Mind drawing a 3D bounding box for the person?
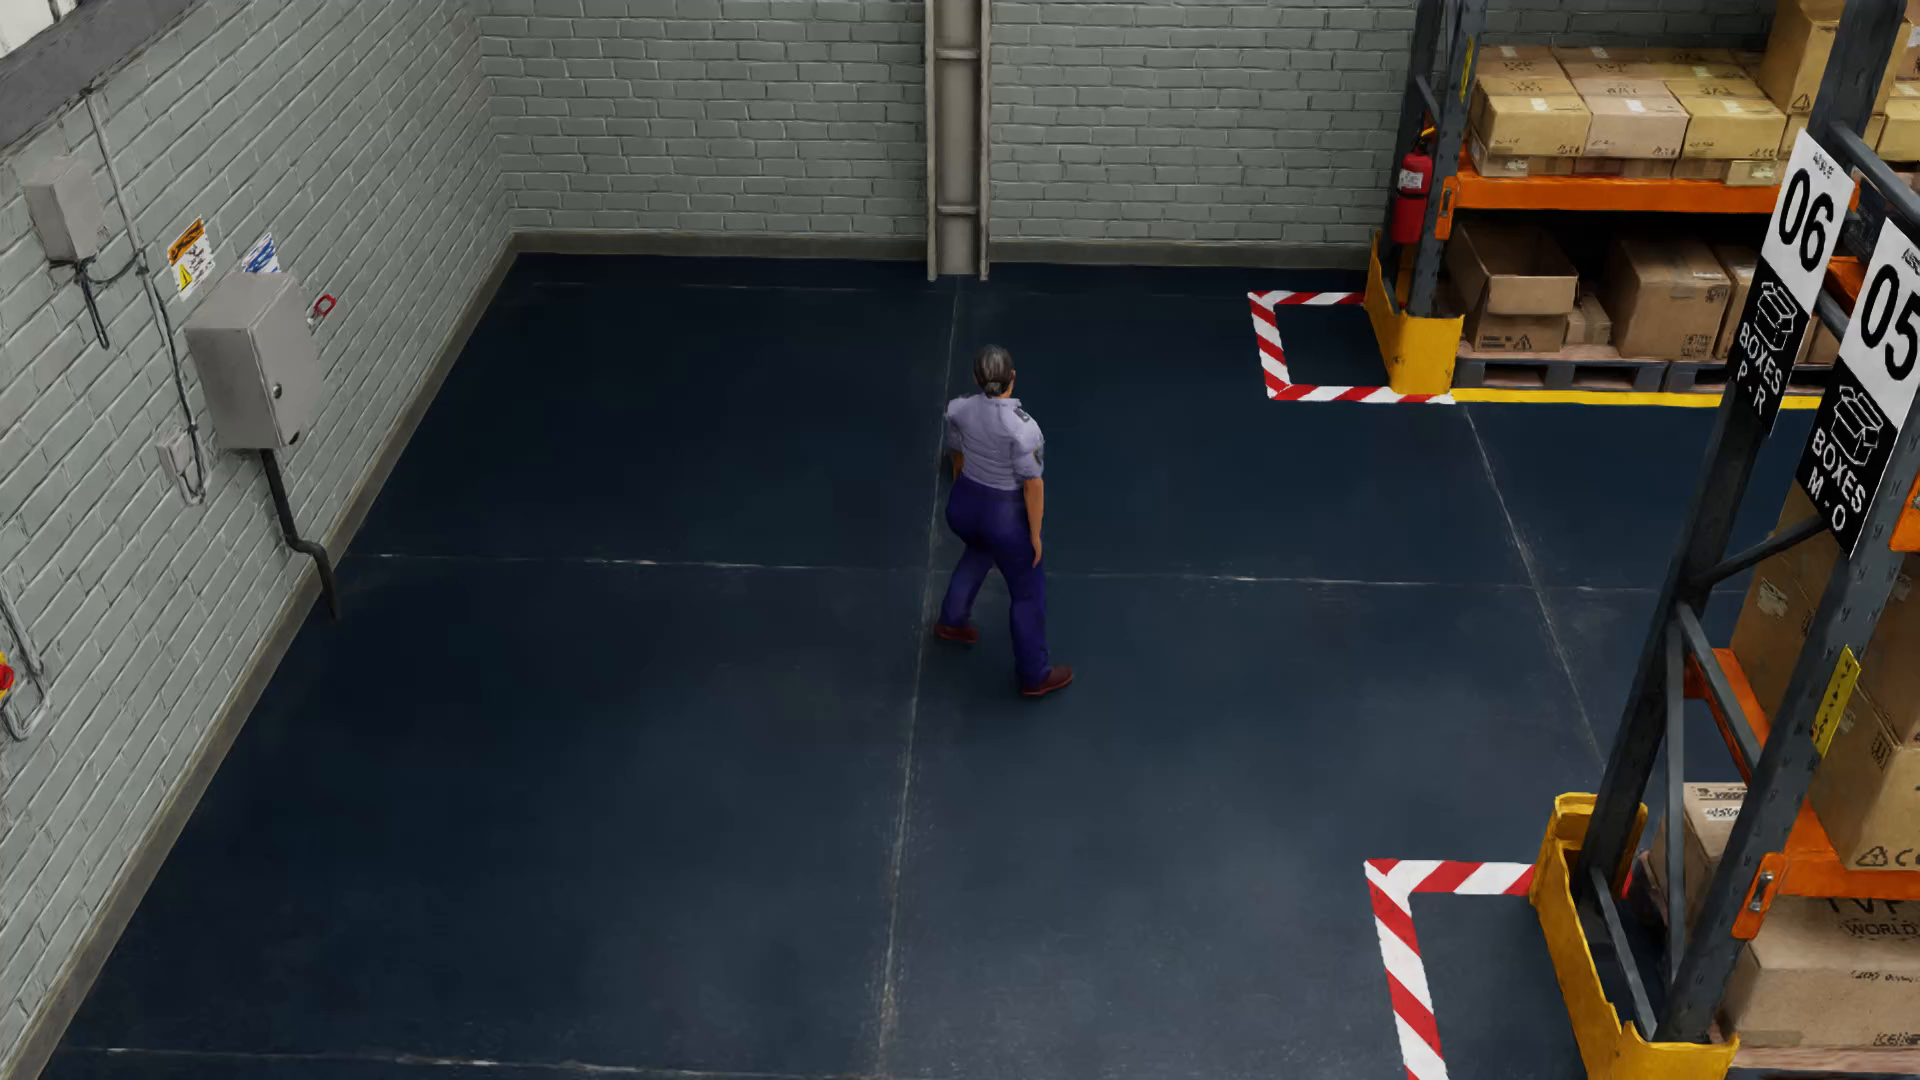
[{"bbox_3d":[0.238,-0.101,7.266,0.635,1.633,0.437,21,41,26],"label":"person"}]
